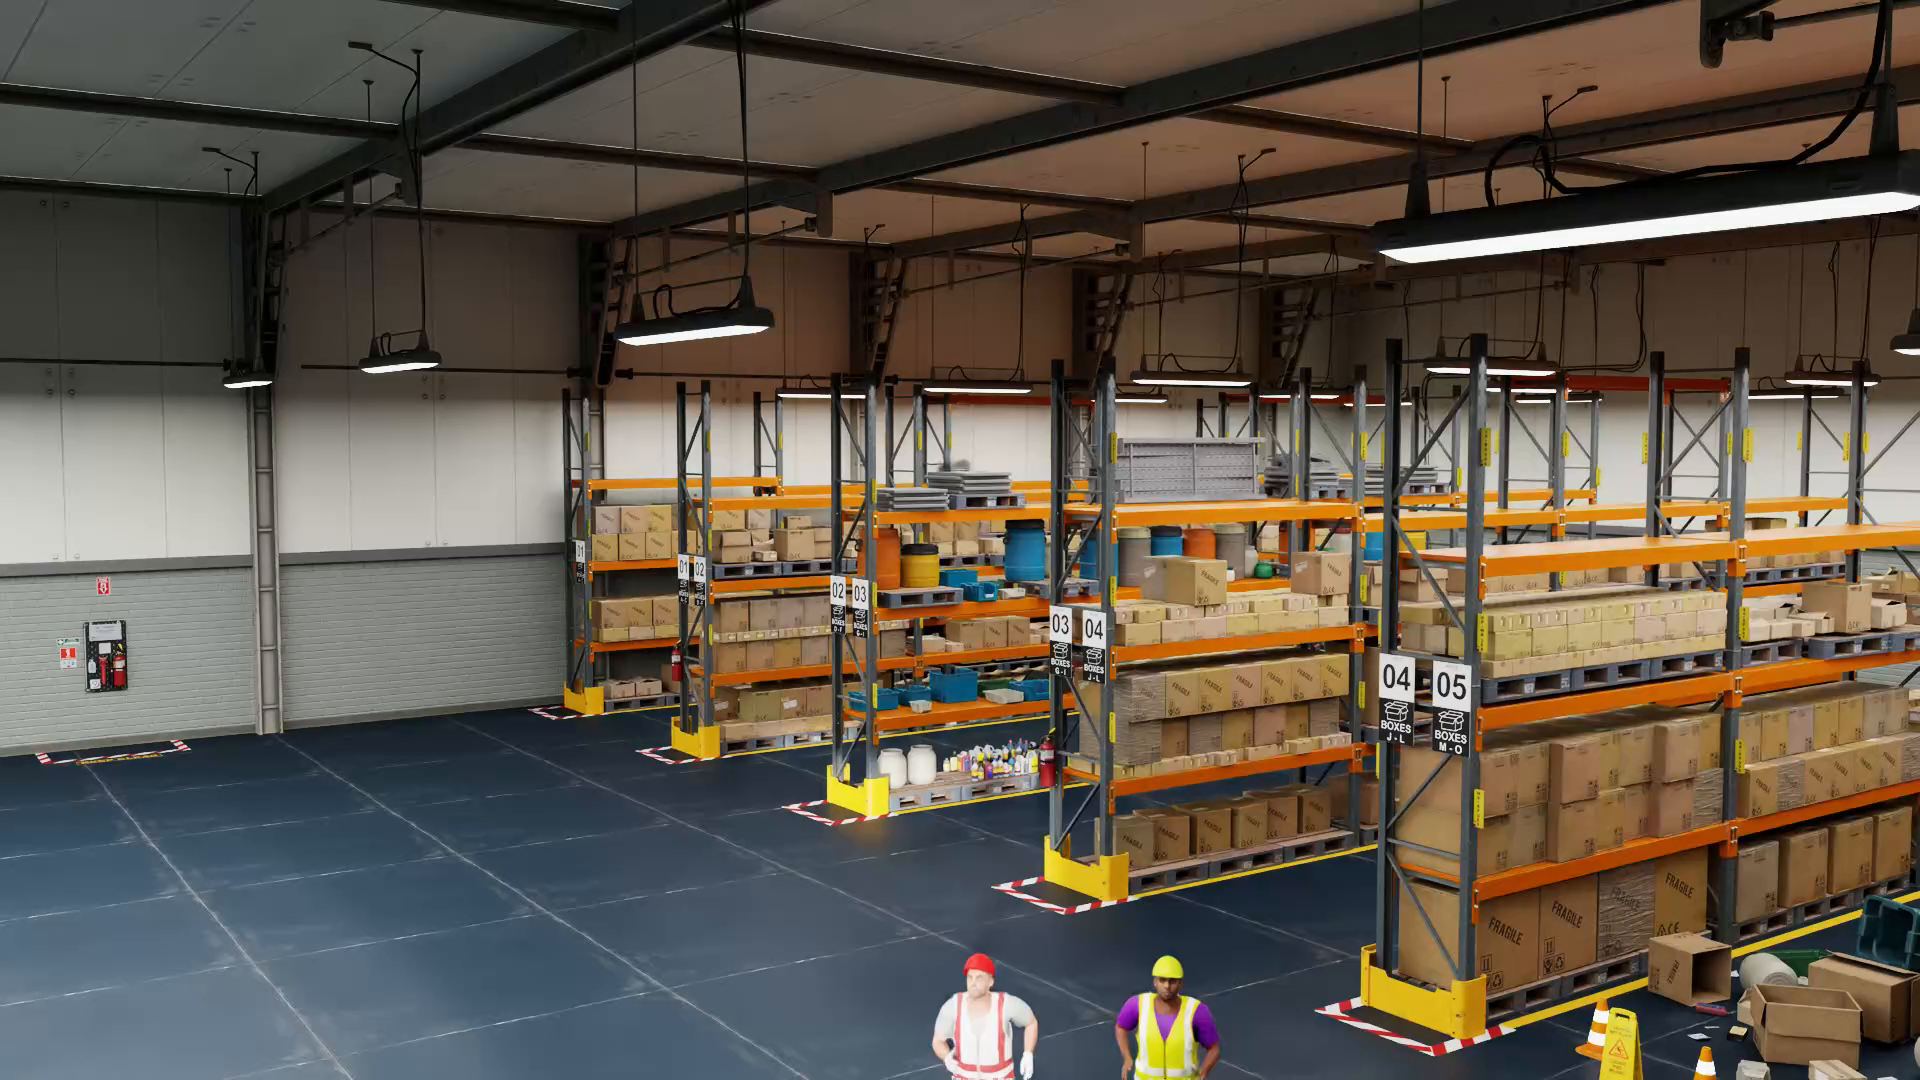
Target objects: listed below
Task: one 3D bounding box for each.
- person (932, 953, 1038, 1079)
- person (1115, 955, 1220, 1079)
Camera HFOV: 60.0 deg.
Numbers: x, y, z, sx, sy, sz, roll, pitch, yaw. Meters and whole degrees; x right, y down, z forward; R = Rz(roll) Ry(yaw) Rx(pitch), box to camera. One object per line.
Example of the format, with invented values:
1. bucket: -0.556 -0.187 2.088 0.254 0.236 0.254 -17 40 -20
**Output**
1. person: 0.161 3.566 10.872 0.671 1.797 1.001 1 4 13
2. person: 1.356 3.597 10.938 0.700 1.761 0.872 1 4 9
